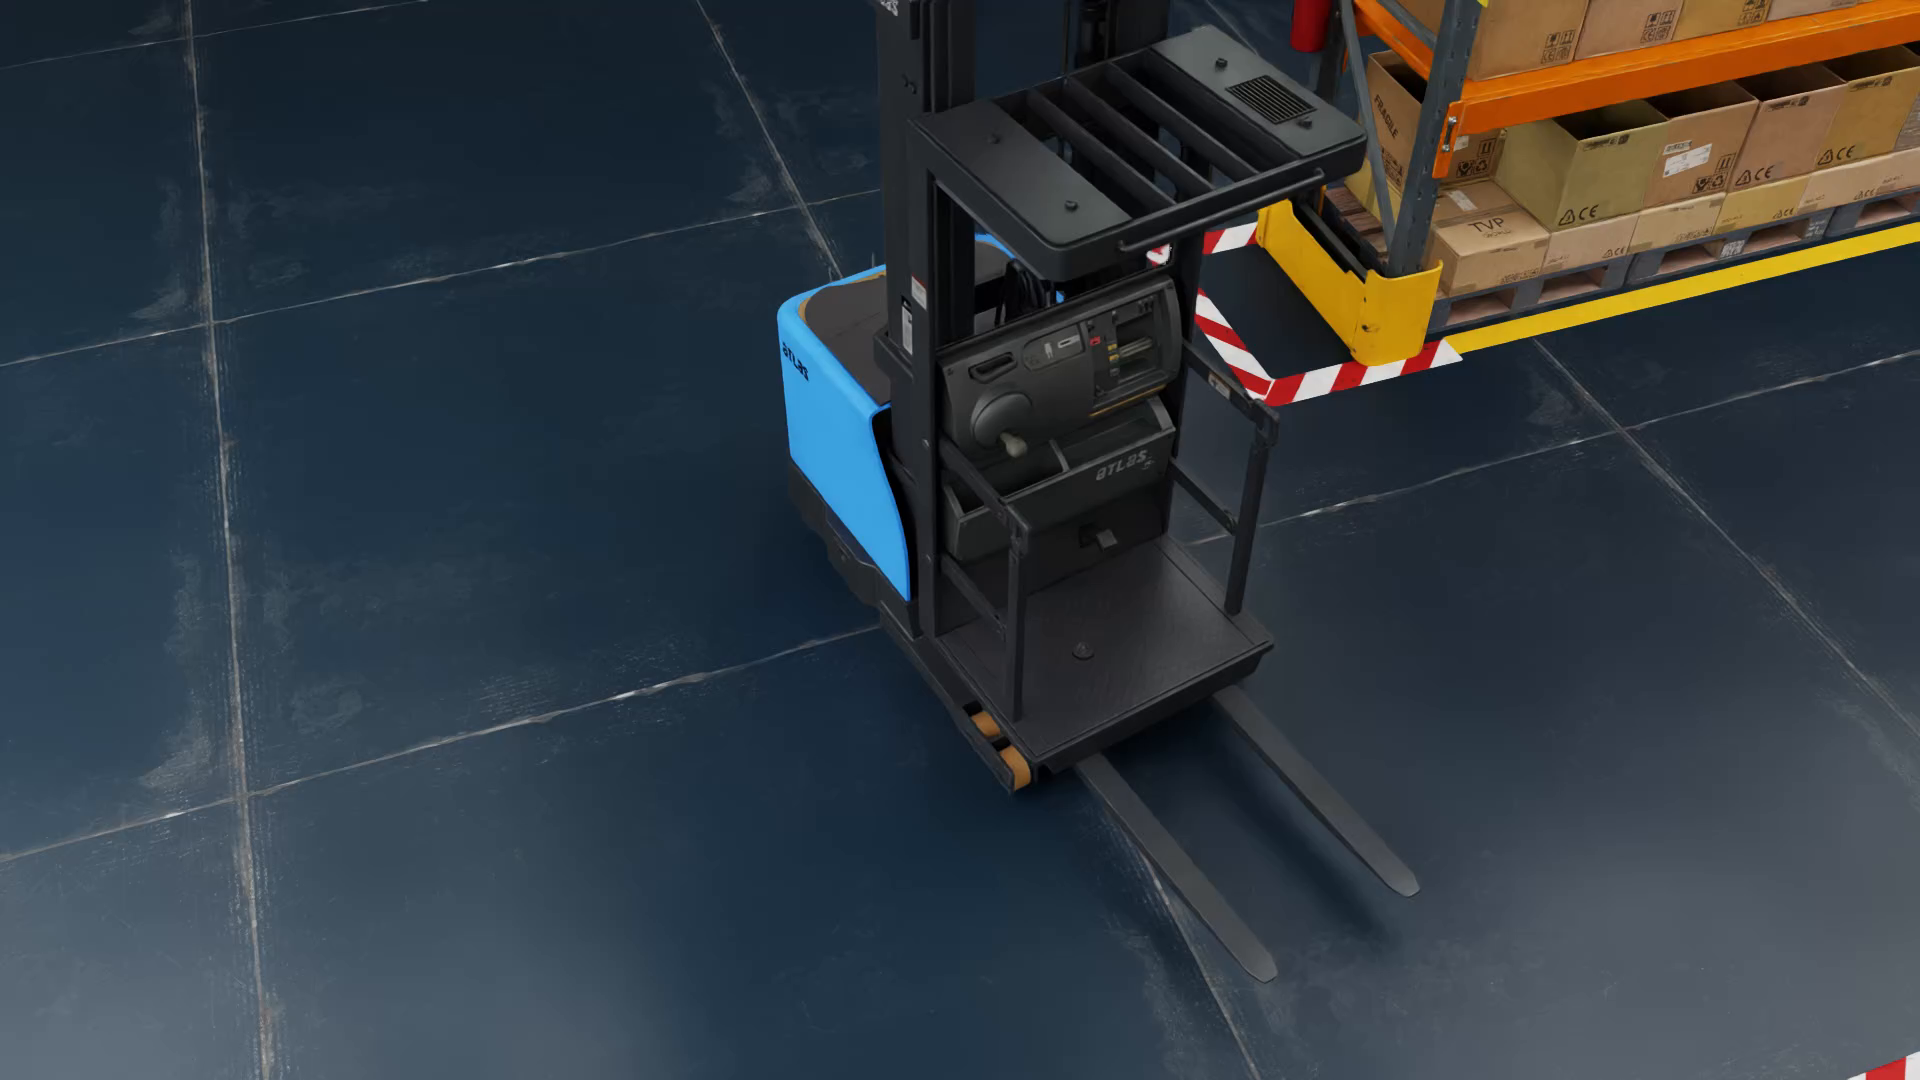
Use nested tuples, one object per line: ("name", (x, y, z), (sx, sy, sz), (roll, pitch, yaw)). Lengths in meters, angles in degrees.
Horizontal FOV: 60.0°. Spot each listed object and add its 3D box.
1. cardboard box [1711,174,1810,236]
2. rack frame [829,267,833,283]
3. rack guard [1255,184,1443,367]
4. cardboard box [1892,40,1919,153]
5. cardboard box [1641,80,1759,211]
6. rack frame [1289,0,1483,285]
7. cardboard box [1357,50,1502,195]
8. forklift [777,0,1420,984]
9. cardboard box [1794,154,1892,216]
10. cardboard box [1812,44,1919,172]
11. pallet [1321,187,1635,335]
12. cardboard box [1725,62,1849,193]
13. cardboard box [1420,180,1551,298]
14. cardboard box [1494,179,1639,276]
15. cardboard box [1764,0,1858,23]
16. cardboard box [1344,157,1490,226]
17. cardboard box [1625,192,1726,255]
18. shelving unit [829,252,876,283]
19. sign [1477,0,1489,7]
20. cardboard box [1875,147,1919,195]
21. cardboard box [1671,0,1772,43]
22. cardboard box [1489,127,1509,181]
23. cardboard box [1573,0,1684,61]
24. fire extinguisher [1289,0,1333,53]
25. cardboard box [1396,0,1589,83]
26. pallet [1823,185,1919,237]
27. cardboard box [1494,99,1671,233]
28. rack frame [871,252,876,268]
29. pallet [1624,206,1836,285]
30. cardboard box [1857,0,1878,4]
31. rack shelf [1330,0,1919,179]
("cardboard box", (3.886, -1.822, 8.402), (0.500, 0.250, 0.500), (-14, 47, -14))
("rack frame", (-0.481, -0.746, 7.167), (0.006, 0.900, 0.240), (-24, 50, -22))
("rack guard", (1.872, -1.415, 8.117), (0.348, 0.500, 1.175), (-14, 47, -14))
("cardboard box", (4.820, -2.338, 8.387), (0.500, 0.500, 0.500), (-14, 47, -14))
("cardboard box", (3.410, -1.977, 8.027), (0.500, 0.500, 0.500), (-14, 47, -14))
("rack frame", (1.894, -2.304, 7.237), (0.127, 3.000, 1.000), (-14, 47, -14))
("cardboard box", (2.298, -2.073, 8.123), (0.500, 0.500, 0.500), (-14, 47, -14))
("forklift", (0.469, -0.493, 5.481), (1.130, 2.935, 3.031), (-23, 50, -22))
("cardboard box", (4.356, -1.942, 8.522), (0.500, 0.250, 0.500), (-14, 47, -14))
("cardboard box", (4.351, -2.215, 8.265), (0.500, 0.500, 0.500), (-14, 47, -14))
("pallet", (2.599, -1.531, 8.436), (1.213, 0.211, 1.003), (-14, 47, -14))
("cardboard box", (3.886, -2.086, 8.136), (0.500, 0.500, 0.500), (-14, 47, -14))
("cardboard box", (2.474, -1.462, 8.043), (0.500, 0.250, 0.500), (-14, 47, -14))
("cardboard box", (2.943, -1.585, 8.166), (0.500, 0.250, 0.500), (-14, 47, -14))
("cardboard box", (3.793, -2.817, 7.678), (0.500, 0.500, 0.700), (-13, 47, -13))
("cardboard box", (2.298, -1.807, 8.387), (0.500, 0.250, 0.500), (-14, 47, -14))
("cardboard box", (3.414, -1.705, 8.285), (0.500, 0.250, 0.500), (-14, 47, -14))
("shelving unit", (-0.394, -0.783, 7.204), (0.210, 0.900, 0.258), (-24, 50, -22))
("sign", (2.077, -2.266, 6.533), (0.005, 0.325, 0.100), (-14, 47, -14))
("cardboard box", (4.821, -2.072, 8.652), (0.500, 0.250, 0.500), (-14, 47, -14))
("cardboard box", (3.299, -2.688, 7.550), (0.500, 0.500, 0.700), (-14, 47, -14))
("cardboard box", (2.764, -1.935, 8.515), (0.500, 0.250, 0.500), (-14, 47, -14))
("cardboard box", (2.830, -2.572, 7.434), (0.500, 0.500, 0.700), (-13, 47, -13))
("fire extinguisher", (1.625, -2.557, 7.545), (0.183, 0.674, 0.296), (-14, 47, -14))
("cardboard box", (2.338, -2.443, 7.305), (0.500, 0.500, 0.700), (-14, 47, -14))
("pallet", (4.894, -2.118, 9.021), (1.213, 0.211, 1.003), (-14, 47, -14))
("cardboard box", (2.944, -1.848, 7.899), (0.500, 0.500, 0.500), (-14, 47, -14))
("rack frame", (-0.307, -0.821, 7.242), (0.006, 0.900, 0.240), (-24, 50, -22))
("pallet", (3.745, -1.822, 8.726), (1.213, 0.211, 1.003), (-14, 47, -14))
("cardboard box", (4.274, -2.941, 7.802), (0.500, 0.500, 0.700), (-14, 47, -13))
("rack shelf", (3.775, -2.531, 7.972), (4.000, 0.370, 1.077), (-14, 47, -14))
